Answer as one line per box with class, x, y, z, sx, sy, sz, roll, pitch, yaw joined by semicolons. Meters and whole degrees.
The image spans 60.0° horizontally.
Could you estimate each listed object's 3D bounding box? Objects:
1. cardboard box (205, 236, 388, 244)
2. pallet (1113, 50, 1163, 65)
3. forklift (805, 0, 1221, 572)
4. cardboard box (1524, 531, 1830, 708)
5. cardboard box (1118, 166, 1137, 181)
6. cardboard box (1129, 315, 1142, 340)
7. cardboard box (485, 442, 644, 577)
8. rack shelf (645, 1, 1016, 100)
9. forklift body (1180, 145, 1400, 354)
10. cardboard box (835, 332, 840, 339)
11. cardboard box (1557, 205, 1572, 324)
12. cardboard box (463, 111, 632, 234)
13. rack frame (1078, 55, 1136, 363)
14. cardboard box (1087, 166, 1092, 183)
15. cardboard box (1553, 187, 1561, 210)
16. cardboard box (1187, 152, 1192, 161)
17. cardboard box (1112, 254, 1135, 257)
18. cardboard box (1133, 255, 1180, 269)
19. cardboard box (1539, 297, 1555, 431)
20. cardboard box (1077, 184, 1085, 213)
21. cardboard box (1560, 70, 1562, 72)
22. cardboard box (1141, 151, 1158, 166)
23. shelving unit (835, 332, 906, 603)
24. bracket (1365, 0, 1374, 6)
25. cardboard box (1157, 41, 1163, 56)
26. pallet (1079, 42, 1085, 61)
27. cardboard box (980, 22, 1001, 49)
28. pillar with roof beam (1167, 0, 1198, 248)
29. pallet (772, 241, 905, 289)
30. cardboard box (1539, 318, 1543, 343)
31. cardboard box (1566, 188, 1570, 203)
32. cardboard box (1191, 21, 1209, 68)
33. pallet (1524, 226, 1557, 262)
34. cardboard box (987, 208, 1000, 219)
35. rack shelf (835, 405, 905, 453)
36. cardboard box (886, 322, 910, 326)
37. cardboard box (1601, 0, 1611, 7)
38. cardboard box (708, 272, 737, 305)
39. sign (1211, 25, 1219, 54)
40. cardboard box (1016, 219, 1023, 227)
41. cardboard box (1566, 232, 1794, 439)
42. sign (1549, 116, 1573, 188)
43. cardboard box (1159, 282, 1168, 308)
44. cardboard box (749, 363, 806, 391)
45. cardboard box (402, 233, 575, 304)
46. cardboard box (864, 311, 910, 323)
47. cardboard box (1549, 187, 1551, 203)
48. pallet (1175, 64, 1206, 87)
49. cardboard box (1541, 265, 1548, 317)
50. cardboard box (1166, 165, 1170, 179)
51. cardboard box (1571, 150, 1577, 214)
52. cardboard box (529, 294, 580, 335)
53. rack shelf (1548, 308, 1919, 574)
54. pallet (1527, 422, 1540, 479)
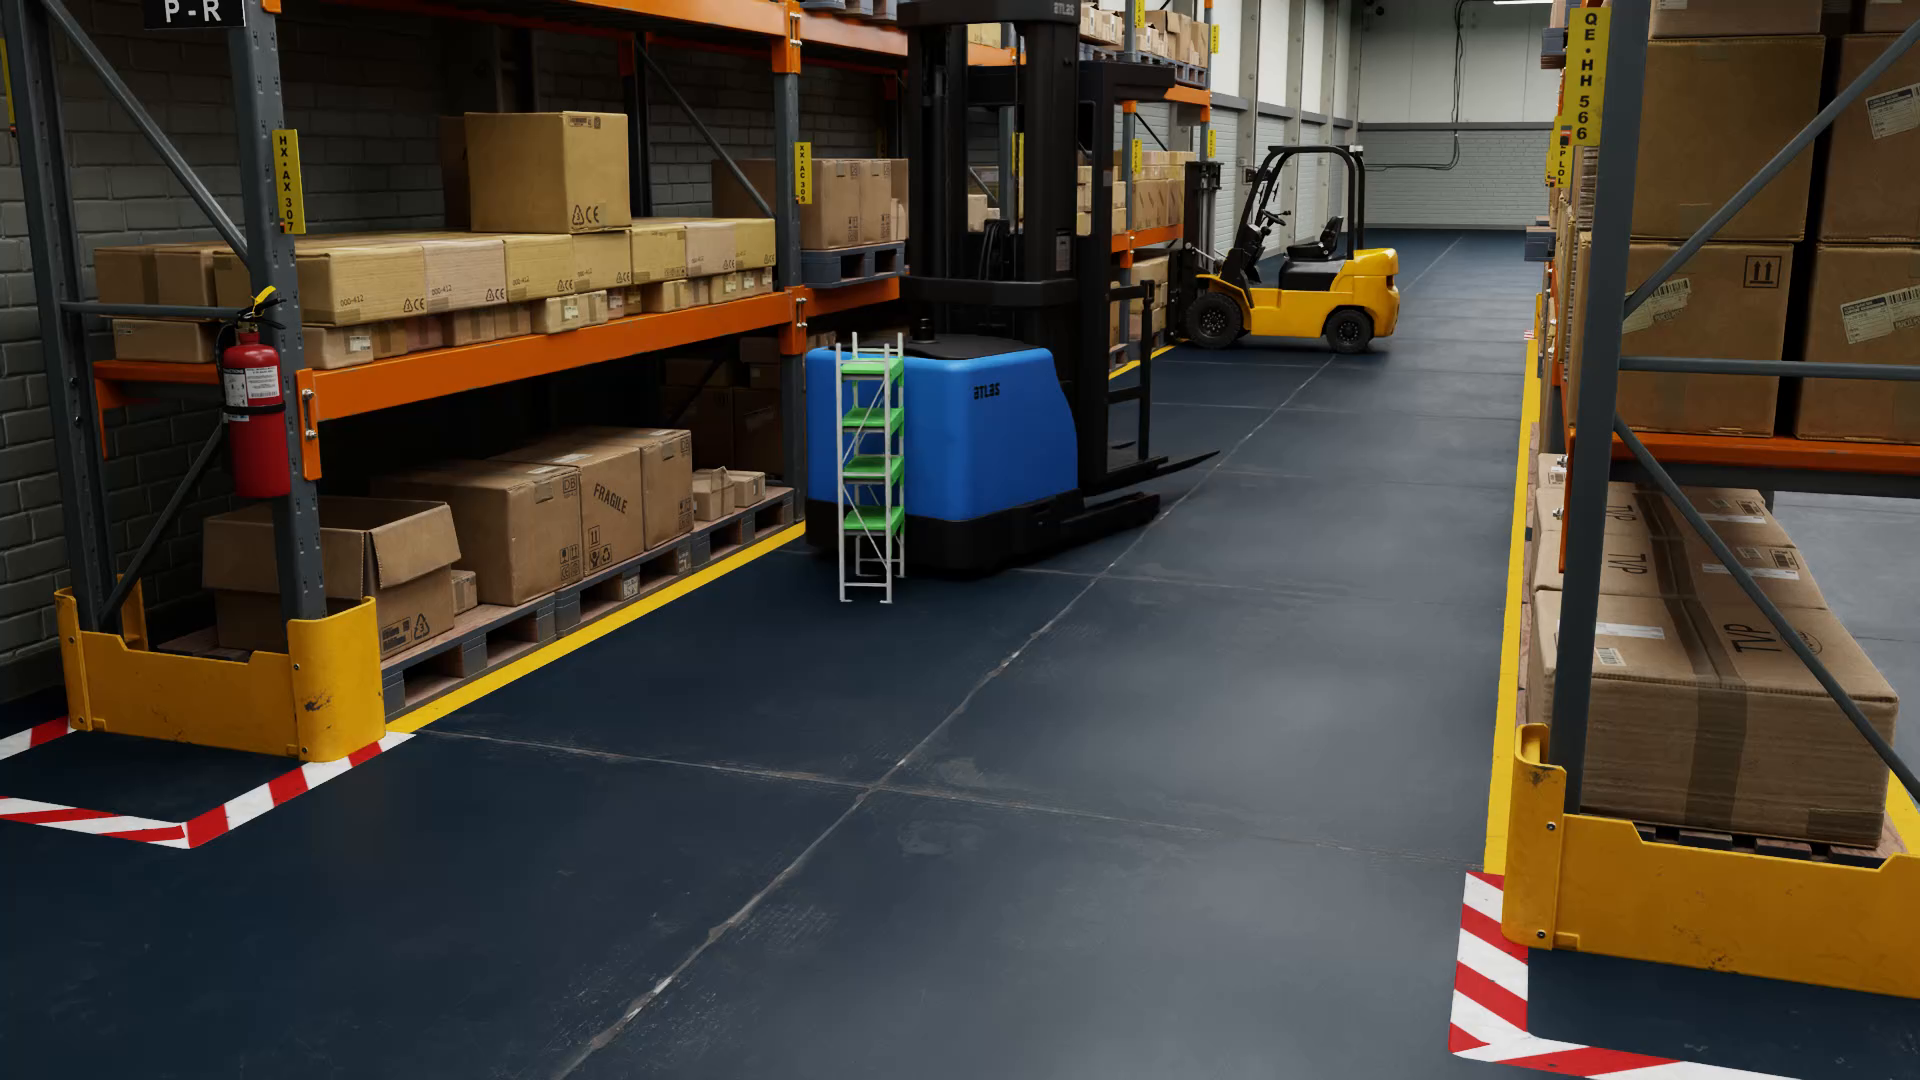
cardboard box;-2.597;-1.058;6.551;0.500;0.250;0.500;4;14;19
pallet;1.471;-4.889;17.125;1.003;0.211;1.213;4;14;18
forklift;0.476;-1.548;9.181;1.130;2.935;3.031;9;16;35
cardboard box;2.442;0.300;5.747;0.875;0.438;0.875;5;14;20
cardboard box;1.572;-3.701;16.781;0.380;0.149;0.250;4;13;18
cardboard box;1.690;-2.230;17.254;0.500;0.250;0.500;5;14;19
cardboard box;-1.796;-0.151;7.582;0.500;0.500;0.500;5;14;19
rack shelf;-0.721;-3.137;10.865;1.077;0.370;4.000;4;14;18
forklift body;3.627;-3.186;18.113;2.313;2.155;1.214;4;14;18
cardboard box;-1.033;-1.331;11.295;0.380;0.149;0.250;4;13;16
cardboard box;2.930;-1.216;7.350;0.500;0.500;0.500;5;14;20
cardboard box;-1.776;-1.591;7.201;0.500;0.500;0.500;5;14;20
rack frame;1.220;-3.288;16.653;1.000;3.000;0.127;4;14;18
cardboard box;1.021;-3.346;15.226;0.380;0.149;0.250;4;13;17
cardboard box;4.508;-2.604;11.817;0.500;0.500;0.500;4;13;17
cardboard box;2.488;-4.439;19.343;0.380;0.149;0.250;5;14;20
cardboard box;1.677;-3.077;18.717;0.500;0.250;0.500;4;13;17
cardboard box;2.176;-3.042;18.562;0.500;0.250;0.500;4;13;17
cardboard box;4.322;-1.119;10.980;0.875;0.875;0.875;4;14;18
cardboard box;0.791;-3.016;14.675;0.500;0.250;0.500;5;14;19
cardboard box;6.797;-5.221;18.051;0.500;0.250;0.500;4;13;17
cardboard box;1.858;-4.007;17.451;0.380;0.149;0.250;5;14;20
shelving unit;-0.416;-0.351;7.829;0.258;1.200;0.503;1;13;5
bracket;11.344;-14.932;46.097;0.235;0.232;0.430;4;14;18
cardboard box;1.901;-5.116;17.317;0.380;0.149;0.250;5;14;20
pallet;0.420;-4.201;14.338;1.003;0.211;1.213;5;14;21
cardboard box;-0.011;-3.710;12.096;0.500;0.250;0.500;4;13;17
pillar with roof beam;7.451;-7.927;23.495;9.100;9.000;0.400;4;14;18
pallet;-1.007;-1.671;9.998;1.003;0.211;1.213;4;14;18
cardboard box;6.018;-2.052;16.475;0.500;0.250;0.500;4;13;17
cardboard box;3.236;-1.896;8.080;0.500;0.500;0.500;5;14;20
cardboard box;2.602;-5.784;19.455;0.500;0.500;0.500;5;14;20
pallet;4.753;-2.154;12.114;1.213;0.211;1.003;4;14;18
cardboard box;0.076;-2.362;12.218;0.380;0.149;0.250;5;14;19
rack shelf;-0.416;-0.523;7.790;0.258;0.148;0.480;1;13;5
cardboard box;-0.309;-1.462;11.867;0.380;0.149;0.250;5;14;20
cardboard box;2.025;-1.463;4.727;0.380;0.149;0.250;4;14;18
cardboard box;-1.358;-1.283;8.433;0.380;0.149;0.250;5;14;20
sign;3.023;-5.944;19.736;0.100;0.325;0.005;4;14;18
cardboard box;0.301;-2.449;13.312;0.500;0.250;0.500;4;14;19
cardboard box;1.941;-0.574;4.539;0.500;0.500;0.500;4;14;19
sign;2.813;-1.810;7.753;0.100;0.325;0.005;4;14;18
cardboard box;2.003;-2.687;18.131;0.500;0.250;0.500;4;14;18
cardboard box;-1.001;-0.962;9.680;0.380;0.149;0.250;5;14;21
cardboard box;-1.937;-1.123;6.835;0.500;0.250;0.500;4;13;17
cardboard box;-0.538;-1.661;12.740;0.380;0.149;0.250;5;14;21
cardboard box;6.796;-3.888;18.387;0.500;0.500;0.500;4;13;18
pallet;2.261;-5.403;19.375;1.003;0.211;1.213;4;14;18
cardboard box;6.182;-2.520;16.838;0.500;0.500;0.500;5;14;21
cardboard box;2.091;-4.025;18.201;0.380;0.149;0.250;4;13;17
cardboard box;2.600;-1.488;6.293;0.500;0.500;0.500;5;14;19
cardboard box;-1.833;-0.956;7.001;0.380;0.149;0.250;4;13;17
rack shelf;2.682;-0.475;5.946;1.077;0.370;4.000;4;14;18
pallet;4.297;-0.569;11.008;1.003;0.211;1.213;4;14;18
